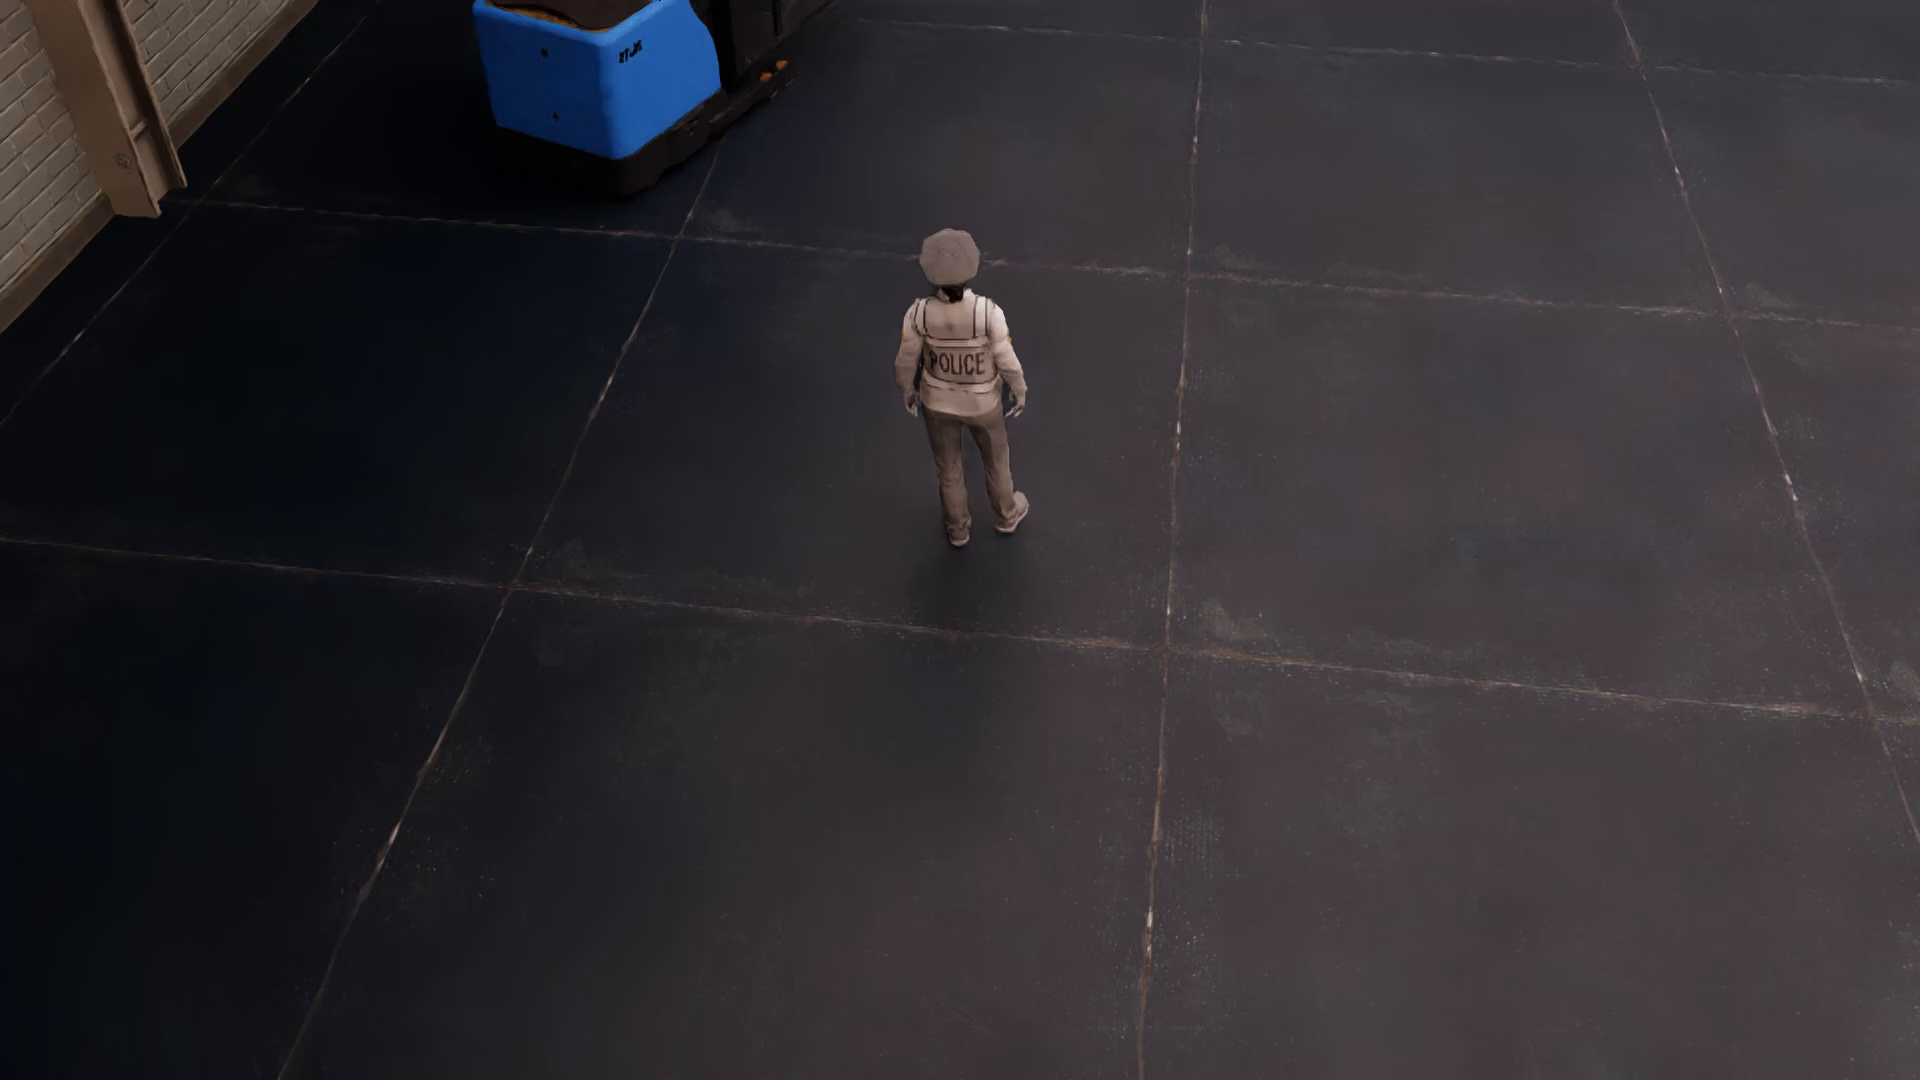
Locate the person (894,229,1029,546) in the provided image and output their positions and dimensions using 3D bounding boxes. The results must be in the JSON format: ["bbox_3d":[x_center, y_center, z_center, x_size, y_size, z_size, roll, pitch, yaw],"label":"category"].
[{"bbox_3d":[0.016,-0.674,7.361,0.586,1.695,0.532,5,43,6],"label":"person"}]

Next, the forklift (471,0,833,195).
[{"bbox_3d":[-1.759,-4.158,10.251,1.130,2.935,3.031,19,46,20],"label":"forklift"}]
